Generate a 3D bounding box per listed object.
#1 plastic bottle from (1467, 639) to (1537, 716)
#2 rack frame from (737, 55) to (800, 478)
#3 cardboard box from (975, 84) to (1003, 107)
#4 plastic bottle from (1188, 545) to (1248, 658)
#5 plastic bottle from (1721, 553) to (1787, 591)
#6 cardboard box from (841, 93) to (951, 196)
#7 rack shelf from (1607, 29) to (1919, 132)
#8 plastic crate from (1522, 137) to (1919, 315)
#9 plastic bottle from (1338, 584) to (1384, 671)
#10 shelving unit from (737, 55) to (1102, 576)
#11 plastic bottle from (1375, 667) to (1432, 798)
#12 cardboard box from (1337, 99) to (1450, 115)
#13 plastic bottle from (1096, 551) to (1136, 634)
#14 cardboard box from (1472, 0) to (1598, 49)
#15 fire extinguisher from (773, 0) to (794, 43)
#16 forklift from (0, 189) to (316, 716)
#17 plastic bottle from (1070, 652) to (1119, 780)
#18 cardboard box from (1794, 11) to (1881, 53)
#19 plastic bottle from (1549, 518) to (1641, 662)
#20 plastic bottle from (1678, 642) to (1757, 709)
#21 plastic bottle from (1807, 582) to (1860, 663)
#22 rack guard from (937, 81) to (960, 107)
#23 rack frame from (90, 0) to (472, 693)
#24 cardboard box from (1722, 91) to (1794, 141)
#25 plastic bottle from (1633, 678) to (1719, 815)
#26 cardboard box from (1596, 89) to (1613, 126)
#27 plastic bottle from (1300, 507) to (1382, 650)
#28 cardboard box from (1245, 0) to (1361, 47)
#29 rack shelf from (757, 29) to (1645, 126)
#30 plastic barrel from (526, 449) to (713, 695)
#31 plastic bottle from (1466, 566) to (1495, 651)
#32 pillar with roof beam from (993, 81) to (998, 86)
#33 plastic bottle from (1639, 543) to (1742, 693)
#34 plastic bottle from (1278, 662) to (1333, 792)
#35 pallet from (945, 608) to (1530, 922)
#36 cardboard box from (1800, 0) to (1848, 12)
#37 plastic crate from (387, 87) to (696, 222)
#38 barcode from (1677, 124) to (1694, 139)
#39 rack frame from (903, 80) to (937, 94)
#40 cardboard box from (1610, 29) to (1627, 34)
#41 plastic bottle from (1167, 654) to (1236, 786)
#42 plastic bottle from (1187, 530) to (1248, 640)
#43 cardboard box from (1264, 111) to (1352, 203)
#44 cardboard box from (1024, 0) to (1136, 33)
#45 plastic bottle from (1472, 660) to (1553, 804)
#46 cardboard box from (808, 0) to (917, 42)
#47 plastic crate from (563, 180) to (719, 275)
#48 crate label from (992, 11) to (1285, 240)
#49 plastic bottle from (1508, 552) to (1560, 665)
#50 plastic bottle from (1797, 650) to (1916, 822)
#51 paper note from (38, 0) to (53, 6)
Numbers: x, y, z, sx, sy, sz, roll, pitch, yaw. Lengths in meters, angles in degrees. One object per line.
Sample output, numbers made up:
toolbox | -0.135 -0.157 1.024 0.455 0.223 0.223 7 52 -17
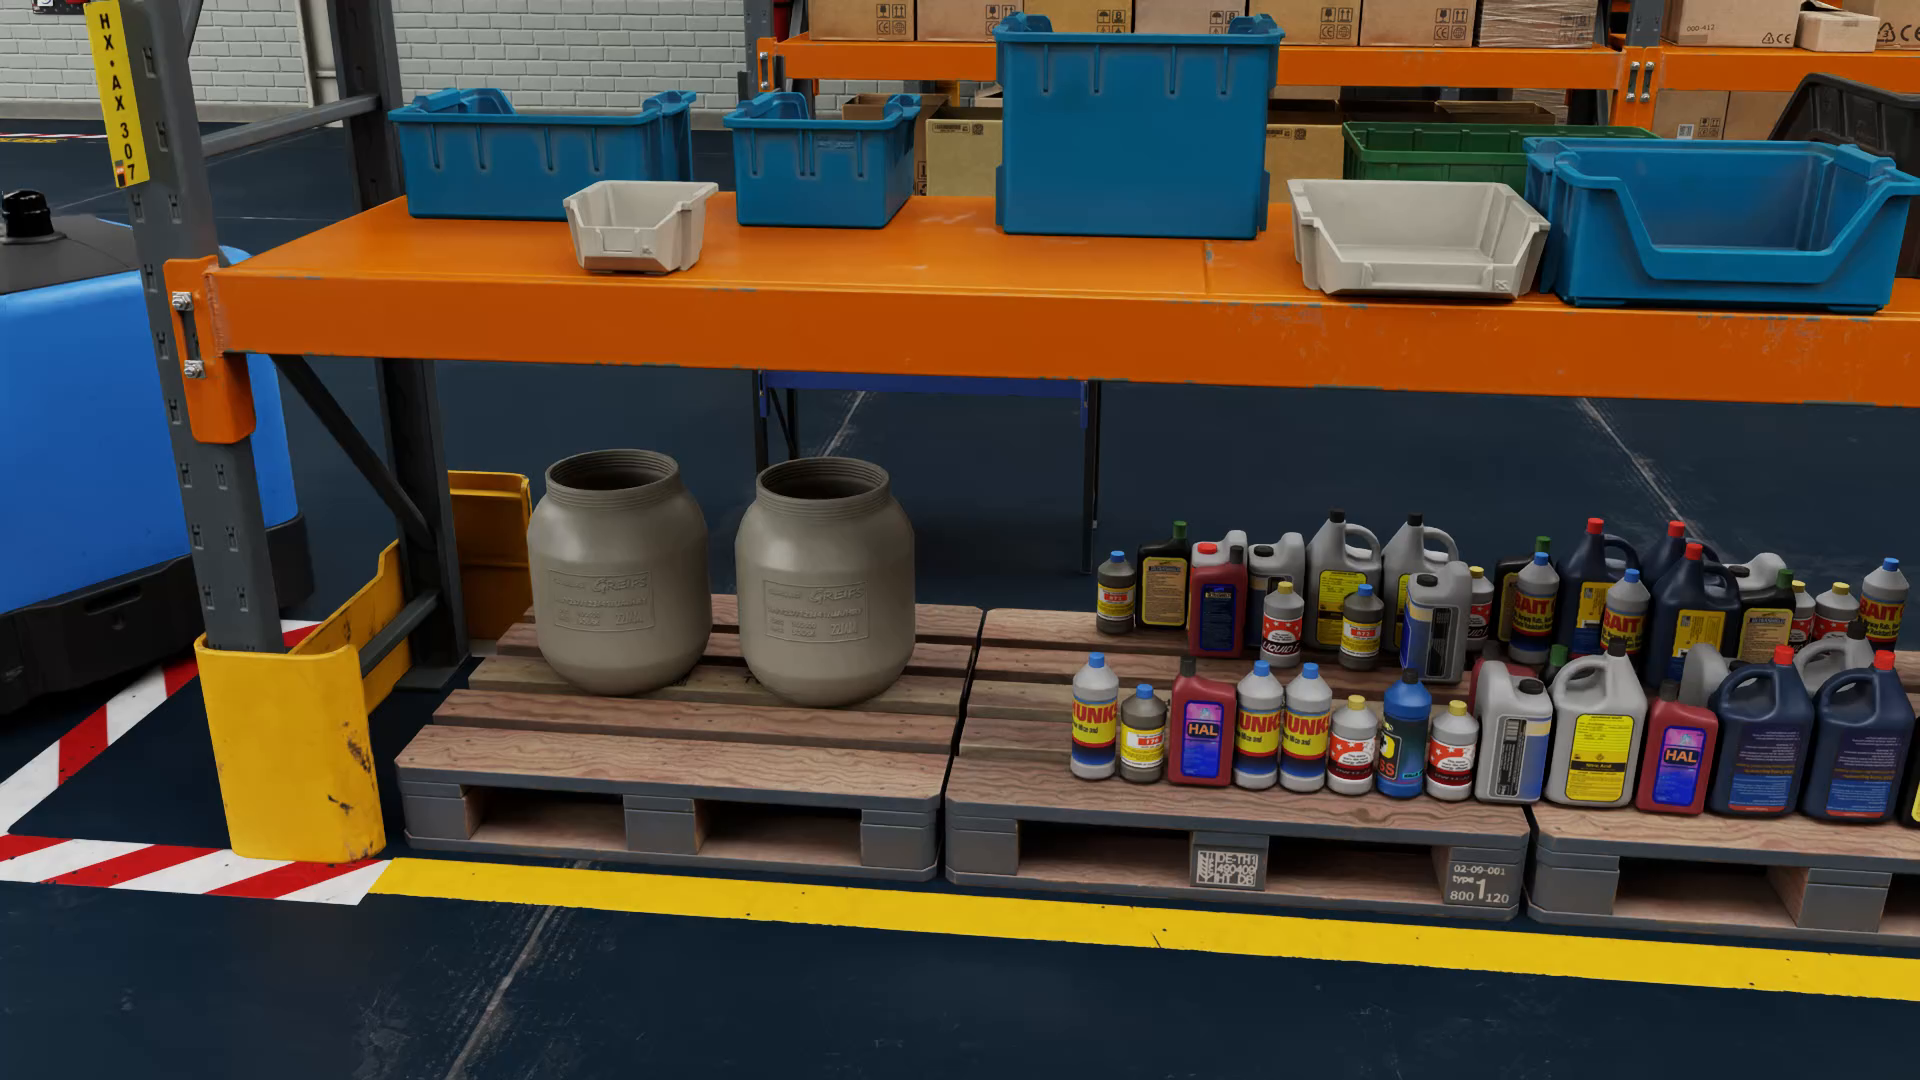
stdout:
plastic bottle | 1.162 0.350 3.570 0.133 0.283 0.061 2 22 6
rack frame | -0.590 -0.723 5.229 0.032 1.500 0.500 2 22 6
cardboard box | 0.366 -3.398 13.012 0.500 0.311 0.500 0 22 0
plastic bottle | 0.634 0.149 4.080 0.133 0.283 0.061 2 22 6
plastic bottle | 1.907 0.168 4.041 0.135 0.276 0.152 3 22 8
cardboard box | -0.322 -2.048 8.689 0.500 0.500 0.500 2 22 6
rack shelf | 5.069 -2.103 7.658 4.000 0.370 1.077 2 22 6
plastic crate | 1.365 -0.596 3.069 0.616 0.251 0.499 2 22 6
plastic bottle | 0.978 0.206 4.047 0.097 0.201 0.097 0 22 0
shelving unit | -0.085 -0.701 5.173 1.048 1.500 0.538 2 22 6
plastic bottle | 0.928 0.395 3.473 0.097 0.271 0.097 0 22 0
cardboard box | 2.161 -1.943 8.423 0.500 0.500 0.500 2 22 6
plastic bottle | 0.399 0.127 4.246 0.097 0.201 0.097 0 22 0
cardboard box | 2.641 -2.588 7.769 0.500 0.500 0.700 2 22 5
fire extinguisher | -0.952 -2.836 8.639 0.183 0.674 0.296 2 22 6
forklift | -3.164 -0.815 3.514 1.130 2.935 3.031 15 26 33
plastic bottle | 0.287 0.367 3.543 0.097 0.271 0.097 0 22 0
cardboard box | 3.938 -2.294 7.505 0.250 0.149 0.380 2 22 6
plastic bottle | 1.556 0.117 4.069 0.185 0.351 0.144 2 22 4
plastic bottle | 1.624 0.360 3.556 0.135 0.276 0.152 2 22 6
plastic bottle | 2.130 0.203 4.055 0.097 0.201 0.097 0 22 0
rack guard | -0.235 -3.340 13.209 0.348 0.500 1.175 2 22 6
rack frame | -1.476 -0.889 3.609 0.127 3.000 1.000 2 22 6
cardboard box | 5.918 -3.290 12.484 0.500 0.500 0.700 2 22 6
plastic bottle | 1.465 0.420 3.394 0.133 0.283 0.061 4 22 10
cardboard box | 4.914 -3.345 12.623 0.500 0.500 0.700 2 22 5
plastic bottle | 0.949 0.090 4.136 0.185 0.351 0.144 3 22 9
cardboard box | 1.619 -2.631 7.880 0.500 0.500 0.700 3 22 7
rack shelf | 1.096 -2.276 8.096 4.000 0.370 1.077 2 22 6
plastic barrel | -0.814 0.073 3.987 0.421 0.512 0.421 0 22 0
plastic bottle | 1.277 0.165 4.149 0.097 0.201 0.097 0 22 0
pillar with roof beam | -0.020 -6.010 8.401 0.400 9.000 9.100 2 22 6
plastic bottle | 1.726 0.178 3.915 0.185 0.351 0.144 2 22 6
plastic bottle | 0.727 0.387 3.495 0.097 0.271 0.097 0 22 0
pallet | 0.619 0.485 3.927 1.213 0.211 1.003 2 22 6
cardboard box | 3.977 -2.491 7.843 0.258 0.266 0.396 2 22 5
plastic crate | -0.944 -0.907 3.858 0.616 0.251 0.499 2 22 6
barcode | 3.287 -1.850 7.535 0.075 0.075 0.001 2 22 6
rack frame | -0.310 -4.506 12.758 0.127 3.000 1.000 2 22 6
cardboard box | 4.832 -3.680 12.451 0.500 0.250 0.500 2 22 5
plastic bottle | 0.510 0.378 3.499 0.133 0.283 0.061 3 22 7
plastic bottle | 0.646 0.113 4.180 0.135 0.276 0.152 3 22 7
cardboard box | 1.604 -1.776 8.001 0.500 0.500 0.500 2 22 6
cardboard box | 0.587 -2.674 7.989 0.500 0.500 0.700 3 22 7
plastic bottle | 1.150 0.393 3.473 0.135 0.276 0.152 3 22 7
cardboard box | -0.428 -2.719 8.101 0.500 0.500 0.700 3 22 6
plastic crate | -0.625 -0.610 3.262 0.250 0.136 0.298 2 22 6
crate label | 0.383 -0.925 3.650 0.616 0.435 0.502 2 22 6
plastic bottle | 1.405 0.161 4.065 0.097 0.271 0.097 0 22 0
plastic bottle | 1.822 0.389 3.381 0.185 0.351 0.144 2 22 5
paper note | -8.089 -4.795 14.687 0.142 0.148 0.016 2 22 6
